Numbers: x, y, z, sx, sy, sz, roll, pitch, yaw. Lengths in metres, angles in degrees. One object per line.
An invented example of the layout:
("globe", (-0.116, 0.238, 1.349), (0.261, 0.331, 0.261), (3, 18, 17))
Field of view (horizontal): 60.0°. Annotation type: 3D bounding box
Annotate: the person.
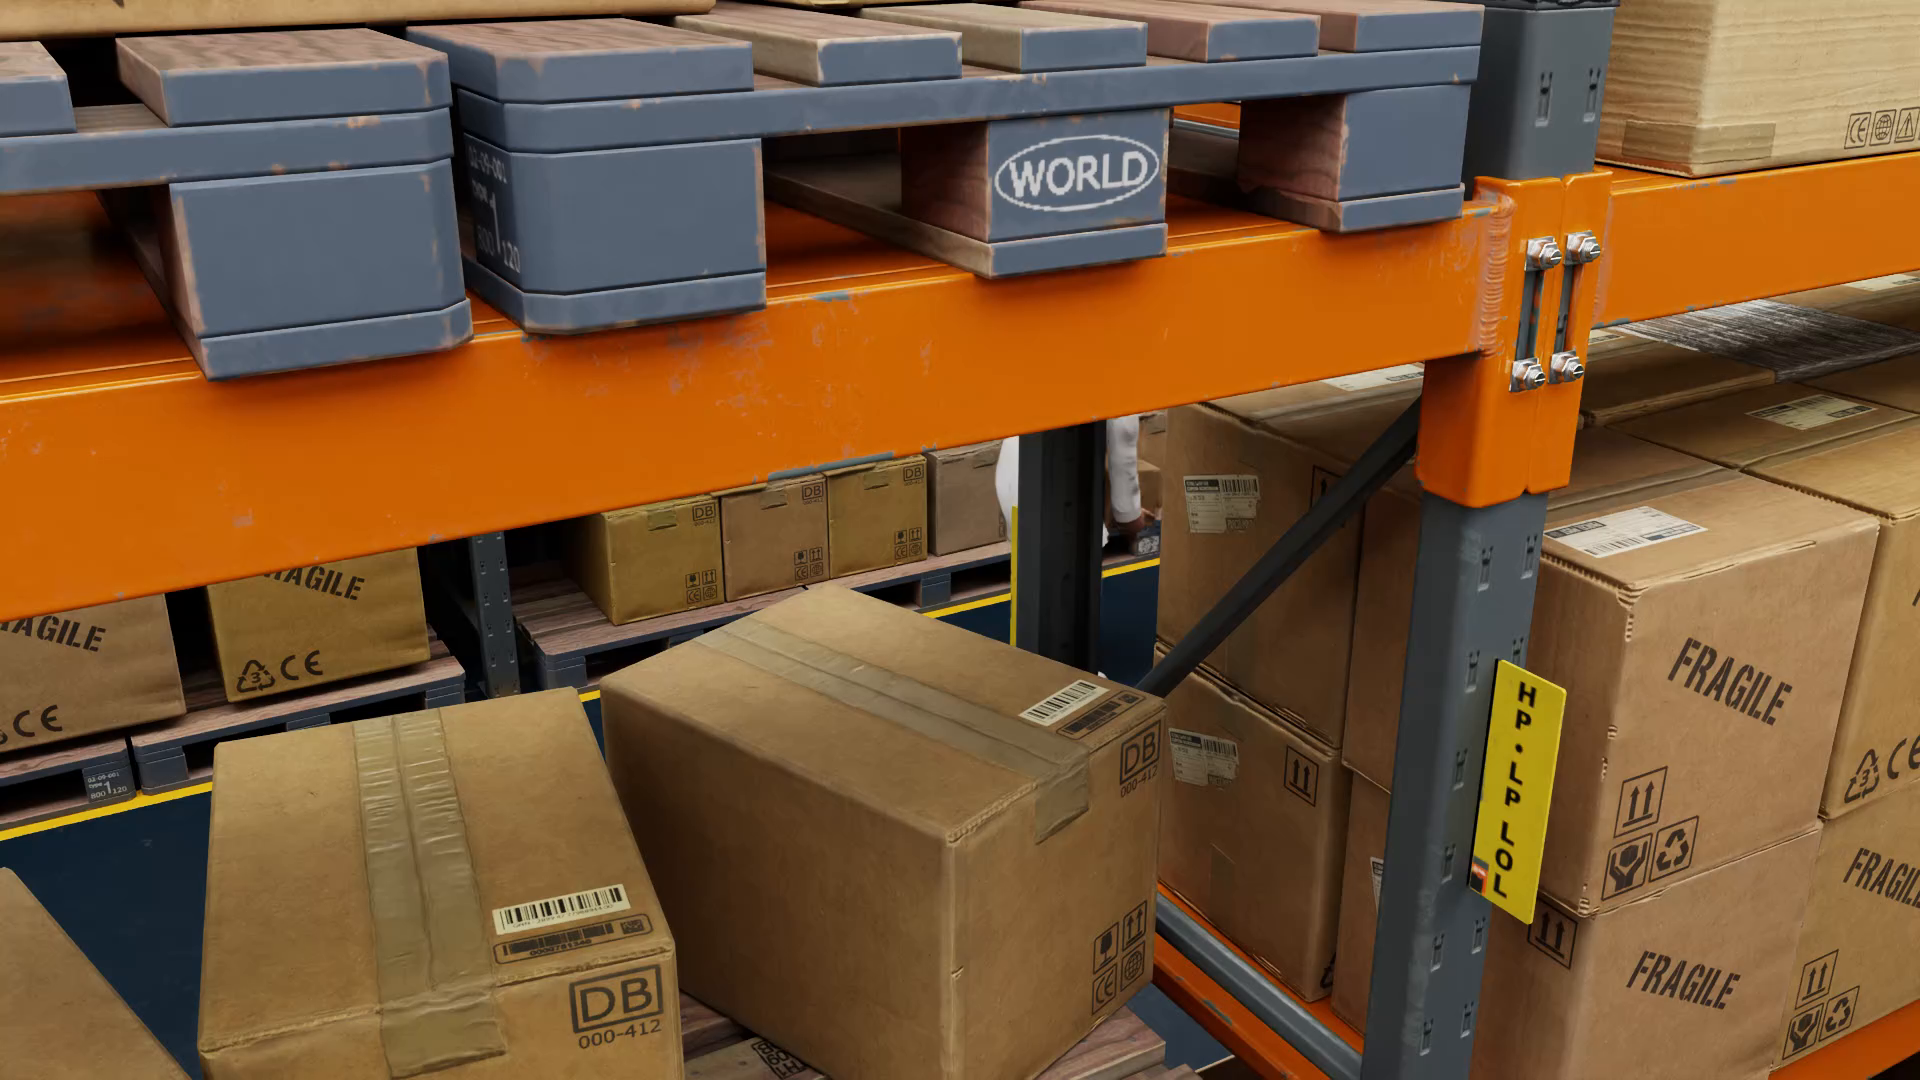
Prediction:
("person", (0.483, -0.177, 6.765), (0.697, 1.633, 0.536), (-13, 25, -31))
